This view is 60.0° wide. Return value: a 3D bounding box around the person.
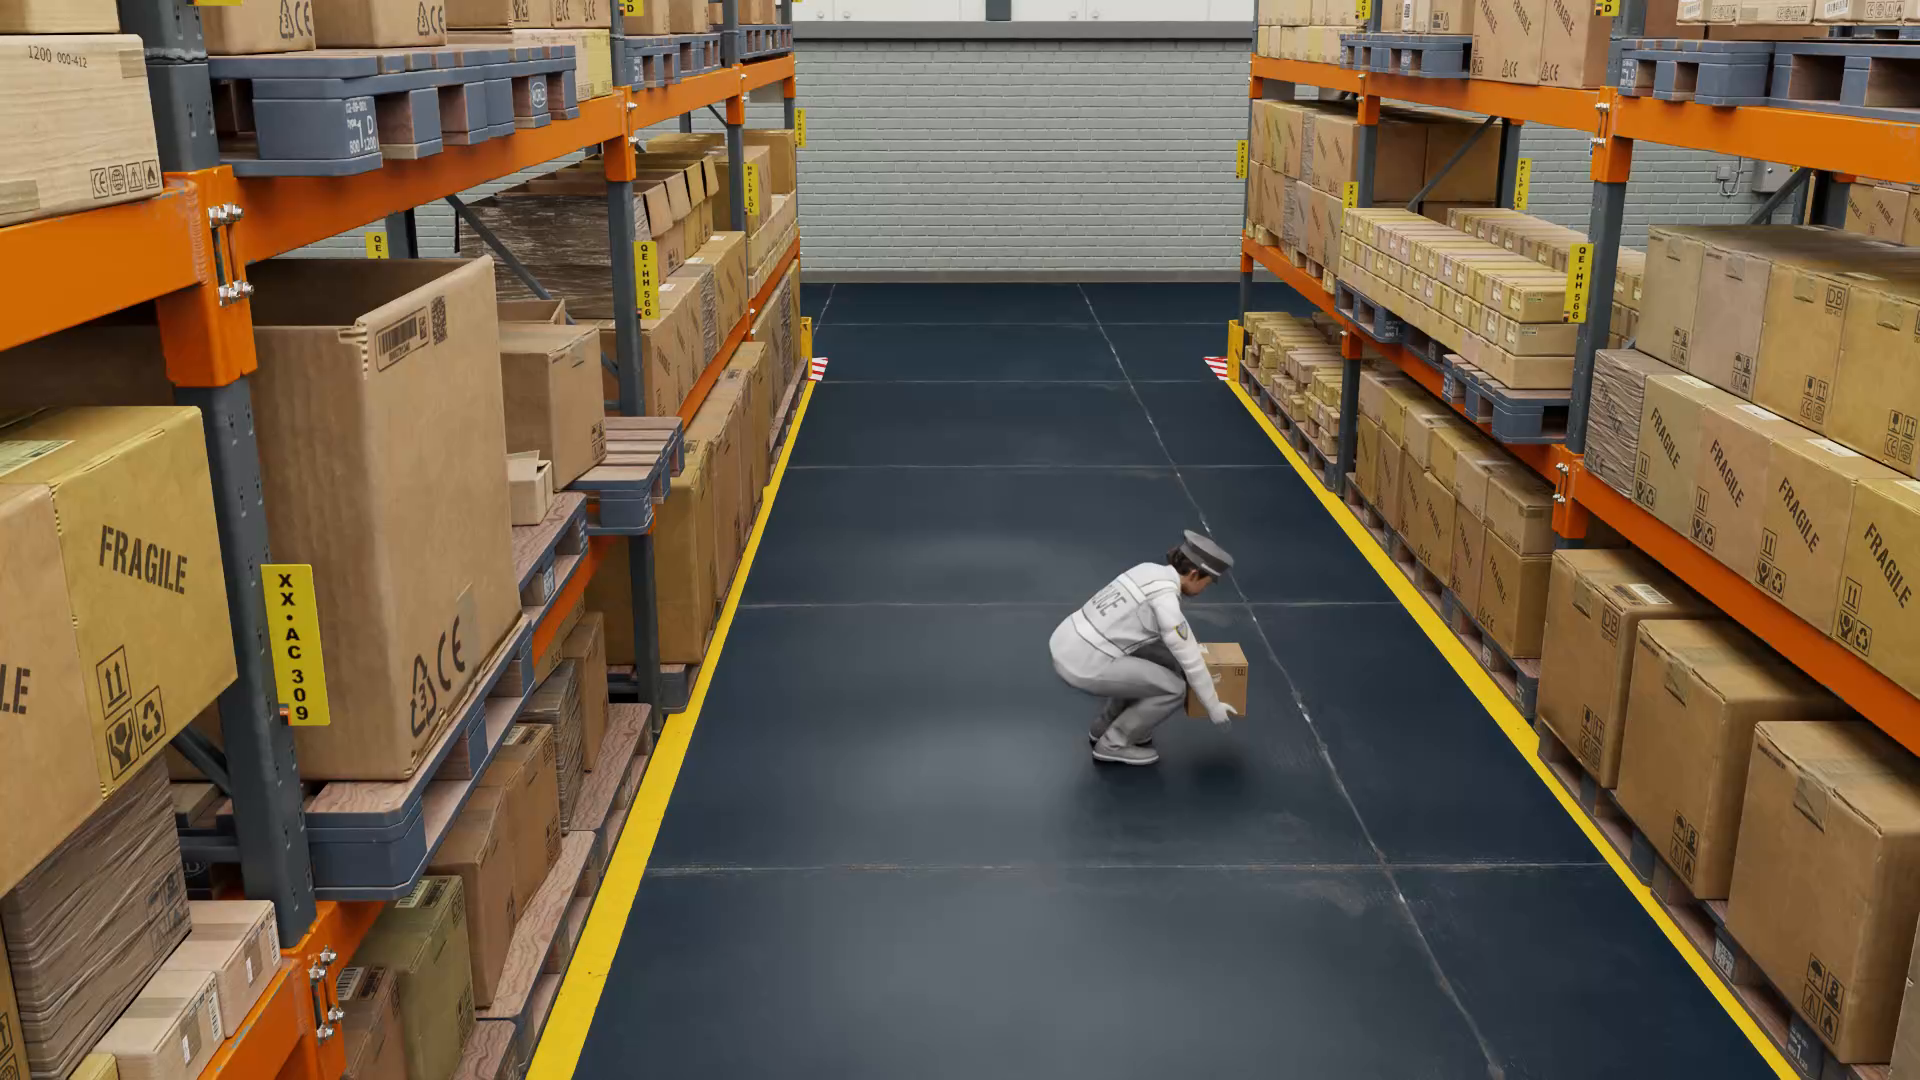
[{"bbox_3d":[0.794,0.459,7.226,0.811,0.993,0.463,-1,17,-2],"label":"person"}]
